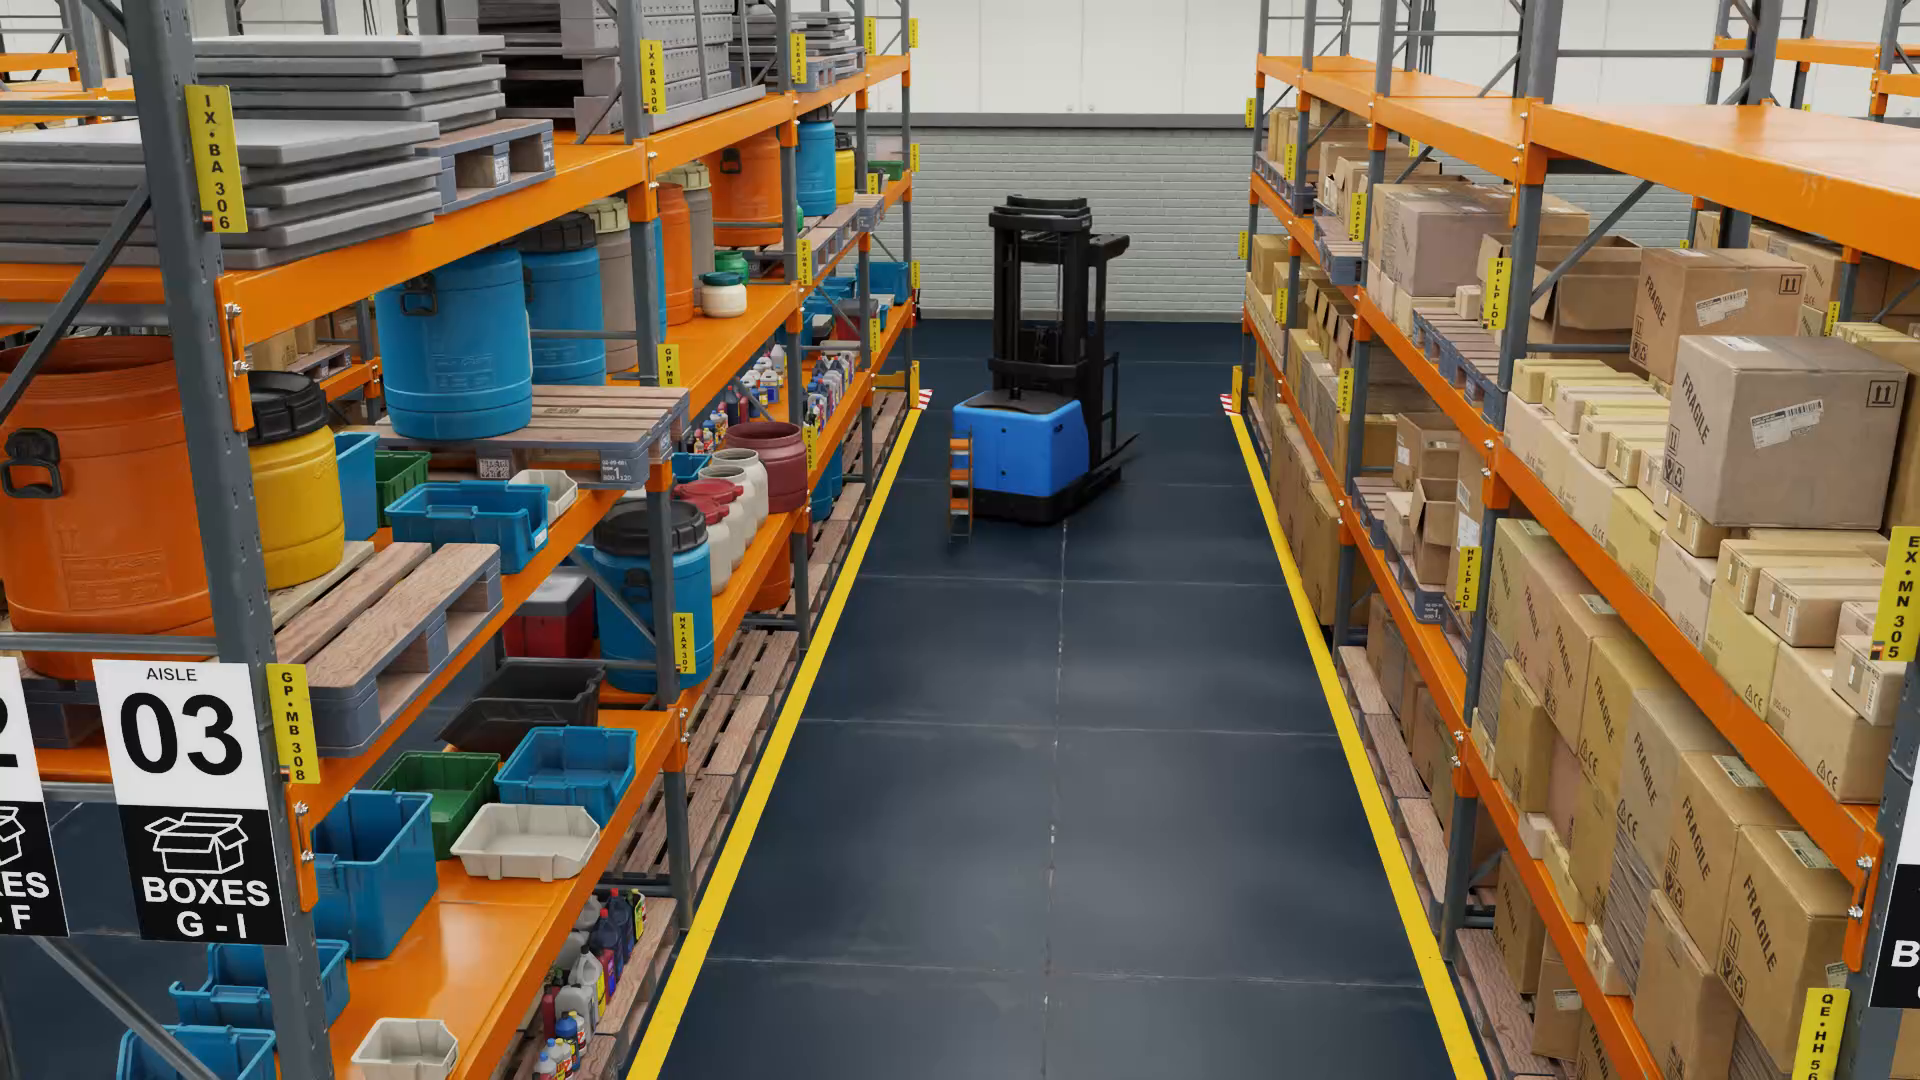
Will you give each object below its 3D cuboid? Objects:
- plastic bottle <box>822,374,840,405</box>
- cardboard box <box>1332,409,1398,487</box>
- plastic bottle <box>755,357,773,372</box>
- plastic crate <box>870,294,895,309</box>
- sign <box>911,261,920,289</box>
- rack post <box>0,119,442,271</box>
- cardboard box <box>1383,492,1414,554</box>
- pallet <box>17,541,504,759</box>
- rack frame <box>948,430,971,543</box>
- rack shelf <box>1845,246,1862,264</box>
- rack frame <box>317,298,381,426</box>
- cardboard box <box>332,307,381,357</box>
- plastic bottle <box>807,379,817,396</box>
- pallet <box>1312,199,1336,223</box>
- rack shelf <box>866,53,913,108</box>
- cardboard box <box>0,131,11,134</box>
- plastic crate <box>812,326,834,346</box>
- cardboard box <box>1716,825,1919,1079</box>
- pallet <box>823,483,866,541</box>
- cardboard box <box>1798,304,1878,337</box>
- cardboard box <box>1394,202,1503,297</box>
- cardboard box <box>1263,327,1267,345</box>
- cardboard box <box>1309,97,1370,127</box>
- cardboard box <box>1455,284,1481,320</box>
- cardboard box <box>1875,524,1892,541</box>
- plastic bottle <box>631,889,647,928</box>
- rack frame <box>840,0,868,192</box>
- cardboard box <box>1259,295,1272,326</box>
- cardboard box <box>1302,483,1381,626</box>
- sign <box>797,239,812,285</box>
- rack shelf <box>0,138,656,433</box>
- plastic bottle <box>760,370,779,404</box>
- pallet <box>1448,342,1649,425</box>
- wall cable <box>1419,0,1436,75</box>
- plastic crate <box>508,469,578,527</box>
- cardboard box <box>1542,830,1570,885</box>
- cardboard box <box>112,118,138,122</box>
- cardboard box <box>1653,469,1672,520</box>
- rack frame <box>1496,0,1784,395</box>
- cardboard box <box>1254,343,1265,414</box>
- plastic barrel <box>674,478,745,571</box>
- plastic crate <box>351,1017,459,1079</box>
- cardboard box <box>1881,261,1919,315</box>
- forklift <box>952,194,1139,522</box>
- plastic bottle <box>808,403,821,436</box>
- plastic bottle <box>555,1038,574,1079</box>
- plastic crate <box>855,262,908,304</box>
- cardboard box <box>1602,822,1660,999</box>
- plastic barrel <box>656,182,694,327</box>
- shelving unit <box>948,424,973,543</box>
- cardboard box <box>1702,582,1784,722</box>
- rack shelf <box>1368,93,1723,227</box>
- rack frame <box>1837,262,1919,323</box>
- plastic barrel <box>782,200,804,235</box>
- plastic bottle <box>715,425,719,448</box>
[{"bbox_3d":[-1.144,-1.347,14.742,0.152,0.276,0.135,1,18,4],"label":"plastic bottle"},{"bbox_3d":[3.076,-0.701,12.410,0.500,0.500,0.500,2,18,6],"label":"cardboard box"},{"bbox_3d":[-1.806,-1.539,15.329,0.152,0.276,0.135,1,18,4],"label":"plastic bottle"},{"bbox_3d":[-0.957,-2.735,19.108,0.396,0.136,0.243,1,18,4],"label":"plastic crate"},{"bbox_3d":[-0.530,-3.160,19.814,0.100,0.325,0.005,1,18,4],"label":"sign"},{"bbox_3d":[-2.045,-0.965,4.547,0.937,0.300,0.954,3,18,10],"label":"rack post"},{"bbox_3d":[2.938,-0.107,10.326,0.500,0.250,0.500,1,18,2],"label":"cardboard box"},{"bbox_3d":[-2.070,0.289,5.036,1.003,0.211,1.213,1,18,4],"label":"pallet"},{"bbox_3d":[-0.005,-0.478,15.022,0.200,1.050,0.008,1,18,4],"label":"rack frame"},{"bbox_3d":[8.371,-2.057,13.048,1.077,0.370,4.000,1,18,4],"label":"rack shelf"},{"bbox_3d":[-6.307,-1.959,16.411,1.000,3.000,0.127,1,18,4],"label":"rack frame"},{"bbox_3d":[-5.998,-2.159,16.860,0.500,0.500,0.500,2,18,5],"label":"cardboard box"},{"bbox_3d":[-1.286,-1.269,14.513,0.097,0.271,0.097,0,18,0],"label":"plastic bottle"},{"bbox_3d":[3.558,-2.785,14.423,0.805,0.209,1.217,1,18,2],"label":"pallet"},{"bbox_3d":[-1.223,-4.787,17.206,1.077,0.370,4.000,1,18,4],"label":"rack shelf"},{"bbox_3d":[-10.817,-4.355,18.312,0.500,0.250,0.500,1,18,2],"label":"cardboard box"},{"bbox_3d":[-1.554,-2.098,17.182,0.437,0.125,0.590,1,18,4],"label":"plastic crate"},{"bbox_3d":[2.507,1.150,4.679,0.500,0.500,0.500,1,18,4],"label":"cardboard box"},{"bbox_3d":[-1.463,-0.283,15.775,1.003,0.211,1.213,1,18,4],"label":"pallet"},{"bbox_3d":[8.267,-1.940,15.714,0.500,0.500,0.500,1,18,4],"label":"cardboard box"},{"bbox_3d":[2.928,-1.751,9.995,0.500,0.500,0.500,1,18,2],"label":"cardboard box"},{"bbox_3d":[3.361,-2.118,17.301,0.380,0.149,0.250,1,18,3],"label":"cardboard box"},{"bbox_3d":[3.648,-4.105,15.943,0.500,0.250,0.500,0,18,0],"label":"cardboard box"},{"bbox_3d":[3.035,-1.350,9.438,0.380,0.166,0.250,1,18,2],"label":"cardboard box"},{"bbox_3d":[3.091,-0.037,5.328,0.380,0.149,0.250,0,18,1],"label":"cardboard box"},{"bbox_3d":[-1.655,1.878,8.489,0.097,0.201,0.097,0,18,0],"label":"plastic bottle"},{"bbox_3d":[-1.366,-4.698,15.136,1.000,3.000,0.127,1,18,4],"label":"rack frame"},{"bbox_3d":[3.455,-2.426,17.600,0.500,0.250,0.500,1,18,3],"label":"cardboard box"},{"bbox_3d":[3.358,0.102,12.859,1.225,0.875,0.875,0,18,1],"label":"cardboard box"},{"bbox_3d":[-1.104,-1.970,11.797,0.100,0.325,0.005,1,18,4],"label":"sign"},{"bbox_3d":[-2.083,-1.060,5.832,1.077,0.370,4.000,1,18,4],"label":"rack shelf"},{"bbox_3d":[-1.694,-1.362,14.788,0.152,0.276,0.135,1,18,4],"label":"plastic bottle"},{"bbox_3d":[3.151,-0.777,8.290,1.213,0.211,1.003,1,18,4],"label":"pallet"},{"bbox_3d":[7.704,-9.038,23.213,2.277,5.999,0.120,1,18,4],"label":"wall cable"},{"bbox_3d":[-1.651,-0.155,6.512,0.243,0.136,0.396,1,18,4],"label":"plastic crate"},{"bbox_3d":[2.620,1.316,6.819,0.380,0.149,0.250,1,18,4],"label":"cardboard box"},{"bbox_3d":[-6.483,-3.117,13.361,0.500,0.500,0.500,1,18,4],"label":"cardboard box"},{"bbox_3d":[2.589,-0.134,5.626,0.380,0.149,0.250,0,18,1],"label":"cardboard box"},{"bbox_3d":[3.001,-2.103,7.215,1.000,3.000,0.127,1,18,4],"label":"rack frame"},{"bbox_3d":[3.895,-1.968,19.177,0.875,0.875,0.875,1,18,4],"label":"cardboard box"},{"bbox_3d":[-1.569,-0.082,10.463,0.433,0.535,0.433,0,18,0],"label":"plastic barrel"},{"bbox_3d":[-1.841,1.734,5.563,0.298,0.136,0.250,1,18,4],"label":"plastic crate"},{"bbox_3d":[8.789,-2.393,15.492,0.500,0.500,0.500,2,18,5],"label":"cardboard box"},{"bbox_3d":[1.002,-1.978,16.580,1.130,2.935,3.031,8,20,24],"label":"forklift"},{"bbox_3d":[-1.198,-0.993,13.671,0.097,0.271,0.097,0,18,0],"label":"plastic bottle"},{"bbox_3d":[-1.747,2.276,7.274,0.097,0.201,0.097,0,18,0],"label":"plastic bottle"},{"bbox_3d":[-0.917,-3.027,19.516,0.616,0.435,0.499,1,18,4],"label":"plastic crate"},{"bbox_3d":[2.776,1.319,5.769,0.875,0.500,0.500,1,18,4],"label":"cardboard box"},{"bbox_3d":[-1.975,-1.781,10.361,0.600,0.830,0.708,1,18,4],"label":"plastic barrel"},{"bbox_3d":[0.004,-0.516,15.137,0.215,1.050,0.252,1,18,4],"label":"shelving unit"},{"bbox_3d":[2.528,0.326,4.862,0.500,0.250,0.500,1,18,4],"label":"cardboard box"},{"bbox_3d":[3.144,-2.192,9.285,1.077,0.370,4.000,1,18,4],"label":"rack shelf"},{"bbox_3d":[8.514,-1.594,15.299,1.000,3.000,0.127,1,18,4],"label":"rack frame"},{"bbox_3d":[-1.348,-2.480,12.759,0.294,0.245,0.294,0,18,0],"label":"plastic barrel"},{"bbox_3d":[-1.985,-0.843,13.325,0.097,0.201,0.097,0,18,0],"label":"plastic bottle"}]
